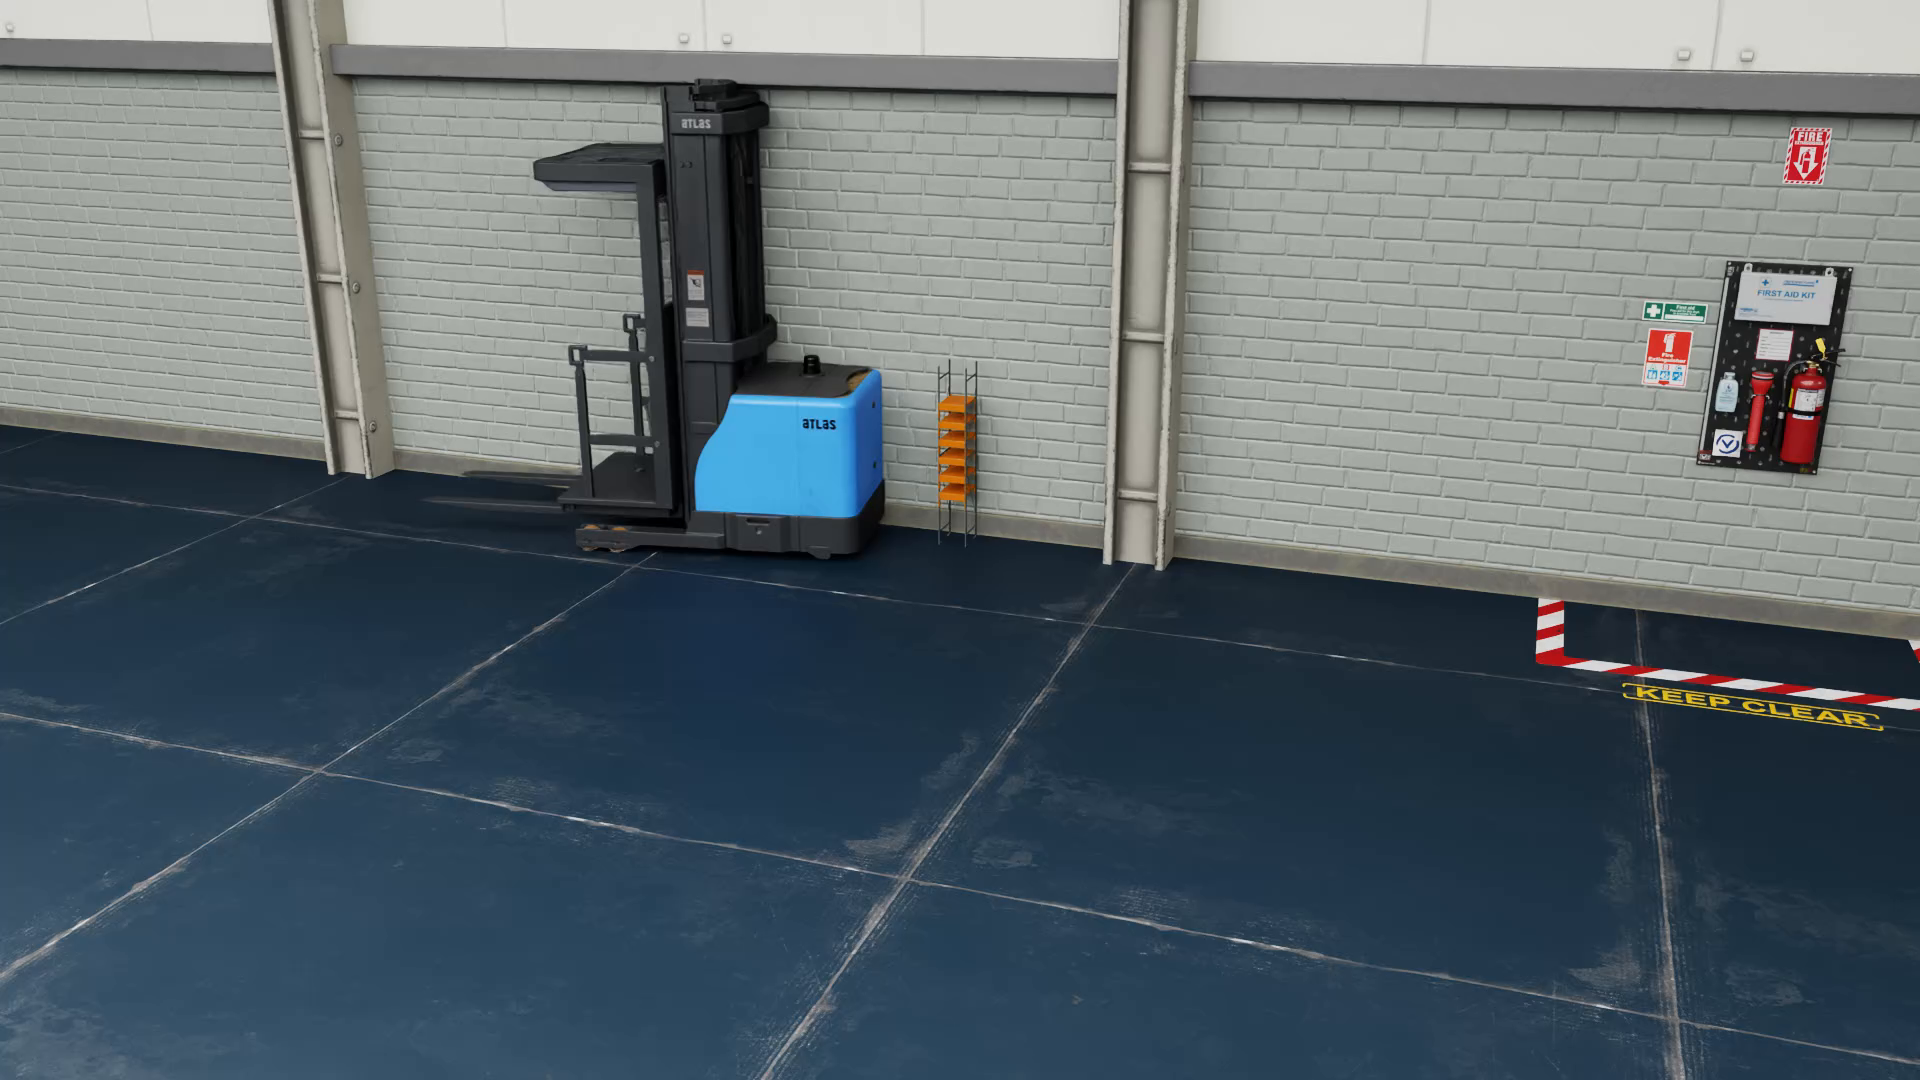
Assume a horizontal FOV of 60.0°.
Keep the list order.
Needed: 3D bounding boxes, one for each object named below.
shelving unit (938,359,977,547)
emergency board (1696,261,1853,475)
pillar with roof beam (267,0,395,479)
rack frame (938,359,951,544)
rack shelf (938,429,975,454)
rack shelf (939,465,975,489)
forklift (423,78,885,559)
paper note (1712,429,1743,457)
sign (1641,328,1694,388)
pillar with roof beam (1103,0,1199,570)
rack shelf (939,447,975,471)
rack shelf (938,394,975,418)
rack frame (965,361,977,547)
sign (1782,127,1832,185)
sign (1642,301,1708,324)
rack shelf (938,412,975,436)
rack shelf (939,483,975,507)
[{"bbox_3d":[-0.015,-0.565,10.874,0.189,1.200,0.258,6,20,17],"label":"shelving unit"},{"bbox_3d":[4.497,-0.923,9.166,0.643,1.169,0.194,7,20,18],"label":"emergency board"},{"bbox_3d":[-5.930,-3.435,7.258,0.400,9.000,9.100,7,20,18],"label":"pillar with roof beam"},{"bbox_3d":[-0.102,-0.574,10.901,0.006,1.200,0.240,6,20,17],"label":"rack frame"},{"bbox_3d":[-0.015,-0.636,10.849,0.180,0.103,0.258,6,20,17],"label":"rack shelf"},{"bbox_3d":[-0.015,-0.410,10.928,0.180,0.103,0.258,6,20,17],"label":"rack shelf"},{"bbox_3d":[-2.062,-1.469,10.837,3.031,2.935,1.130,3,19,9],"label":"forklift"},{"bbox_3d":[4.352,-0.547,9.428,0.142,0.148,0.016,7,20,18],"label":"paper note"},{"bbox_3d":[4.008,-1.031,9.424,0.234,0.329,0.001,7,20,18],"label":"sign"},{"bbox_3d":[-0.262,-2.786,5.399,0.400,9.000,9.100,7,20,18],"label":"pillar with roof beam"},{"bbox_3d":[-0.015,-0.523,10.889,0.180,0.103,0.258,6,20,17],"label":"rack shelf"},{"bbox_3d":[-0.015,-0.863,10.770,0.180,0.103,0.258,6,20,17],"label":"rack shelf"},{"bbox_3d":[0.072,-0.556,10.848,0.006,1.200,0.240,6,20,17],"label":"rack frame"},{"bbox_3d":[4.522,-2.049,8.876,0.199,0.298,0.001,7,20,18],"label":"sign"},{"bbox_3d":[4.010,-1.278,9.327,0.331,0.109,0.001,7,20,18],"label":"sign"},{"bbox_3d":[-0.015,-0.750,10.810,0.180,0.103,0.258,6,20,17],"label":"rack shelf"},{"bbox_3d":[-0.015,-0.296,10.968,0.180,0.103,0.258,6,20,17],"label":"rack shelf"}]
